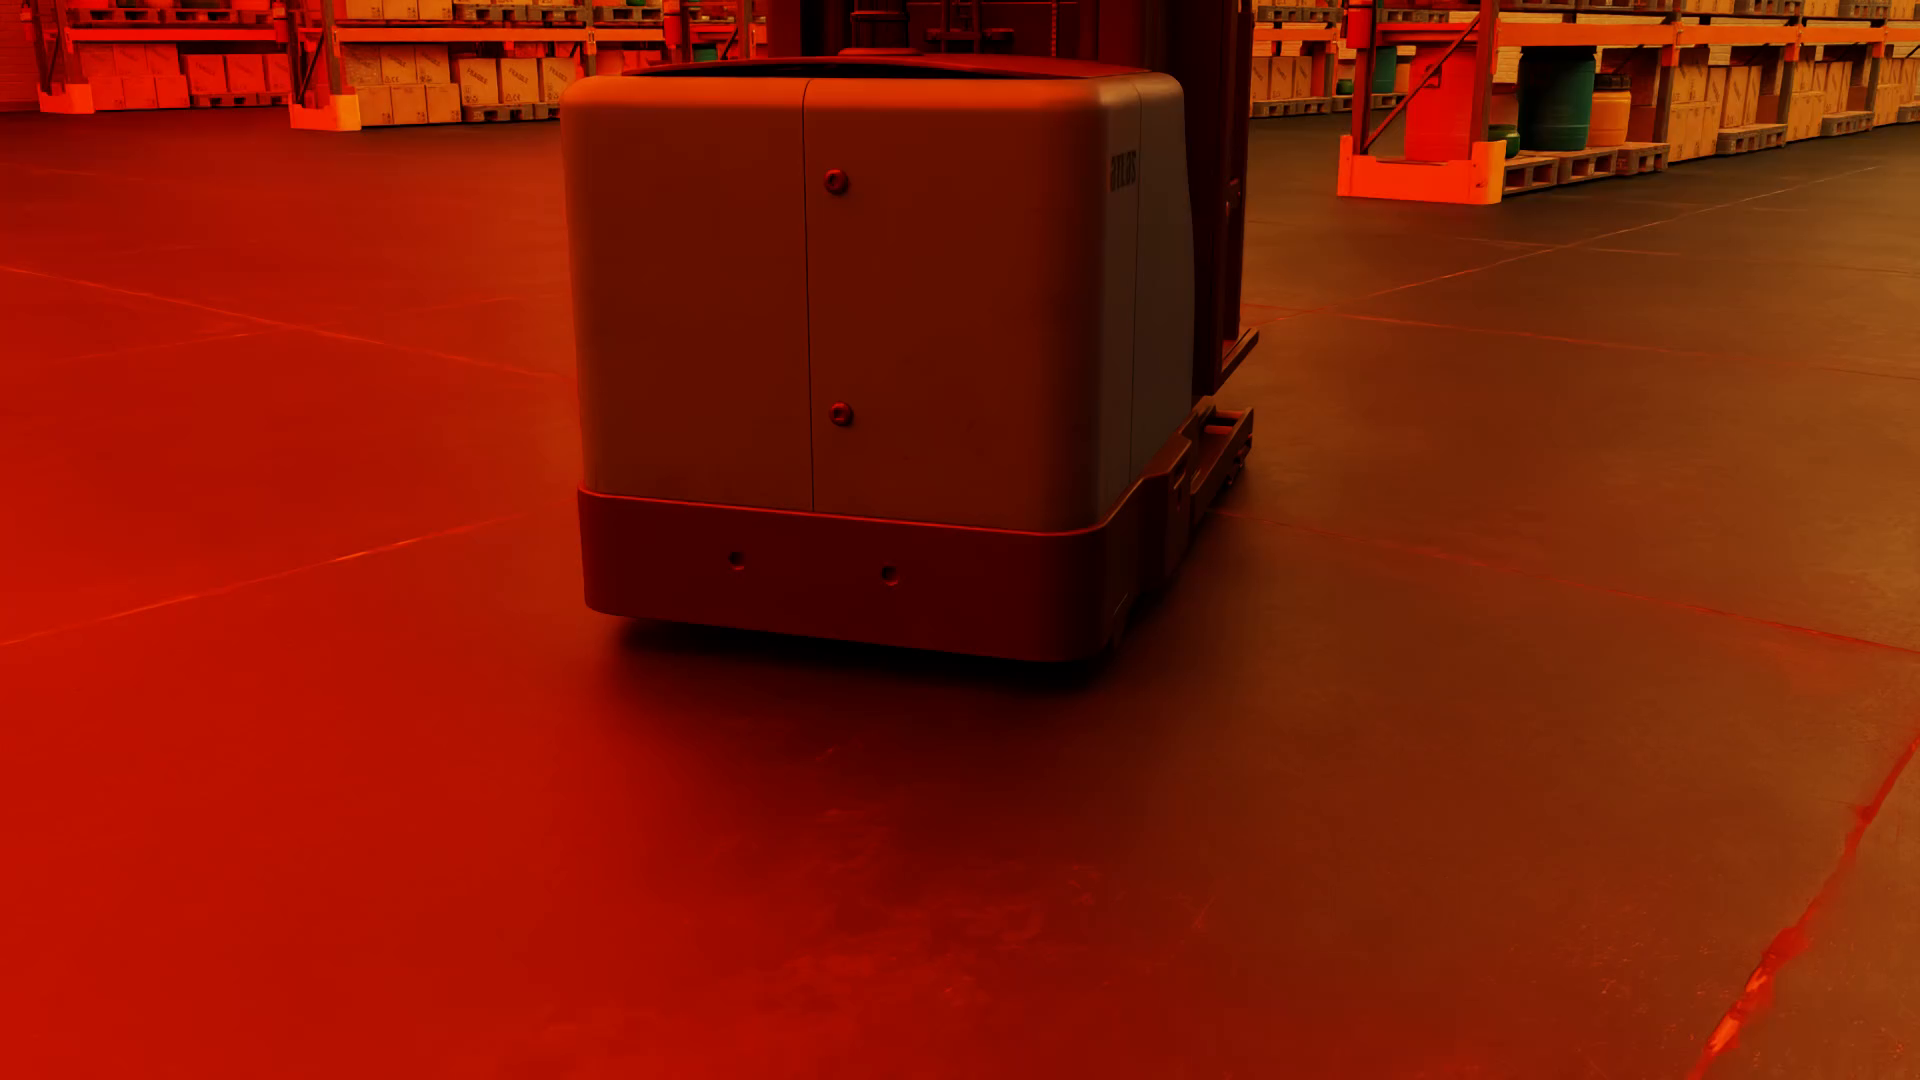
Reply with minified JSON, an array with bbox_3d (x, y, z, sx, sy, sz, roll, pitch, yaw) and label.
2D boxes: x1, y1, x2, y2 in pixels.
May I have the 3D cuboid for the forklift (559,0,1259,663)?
[{"bbox_3d":[0.182,-1.571,4.072,1.130,2.935,3.031,5,18,17],"label":"forklift"}]
